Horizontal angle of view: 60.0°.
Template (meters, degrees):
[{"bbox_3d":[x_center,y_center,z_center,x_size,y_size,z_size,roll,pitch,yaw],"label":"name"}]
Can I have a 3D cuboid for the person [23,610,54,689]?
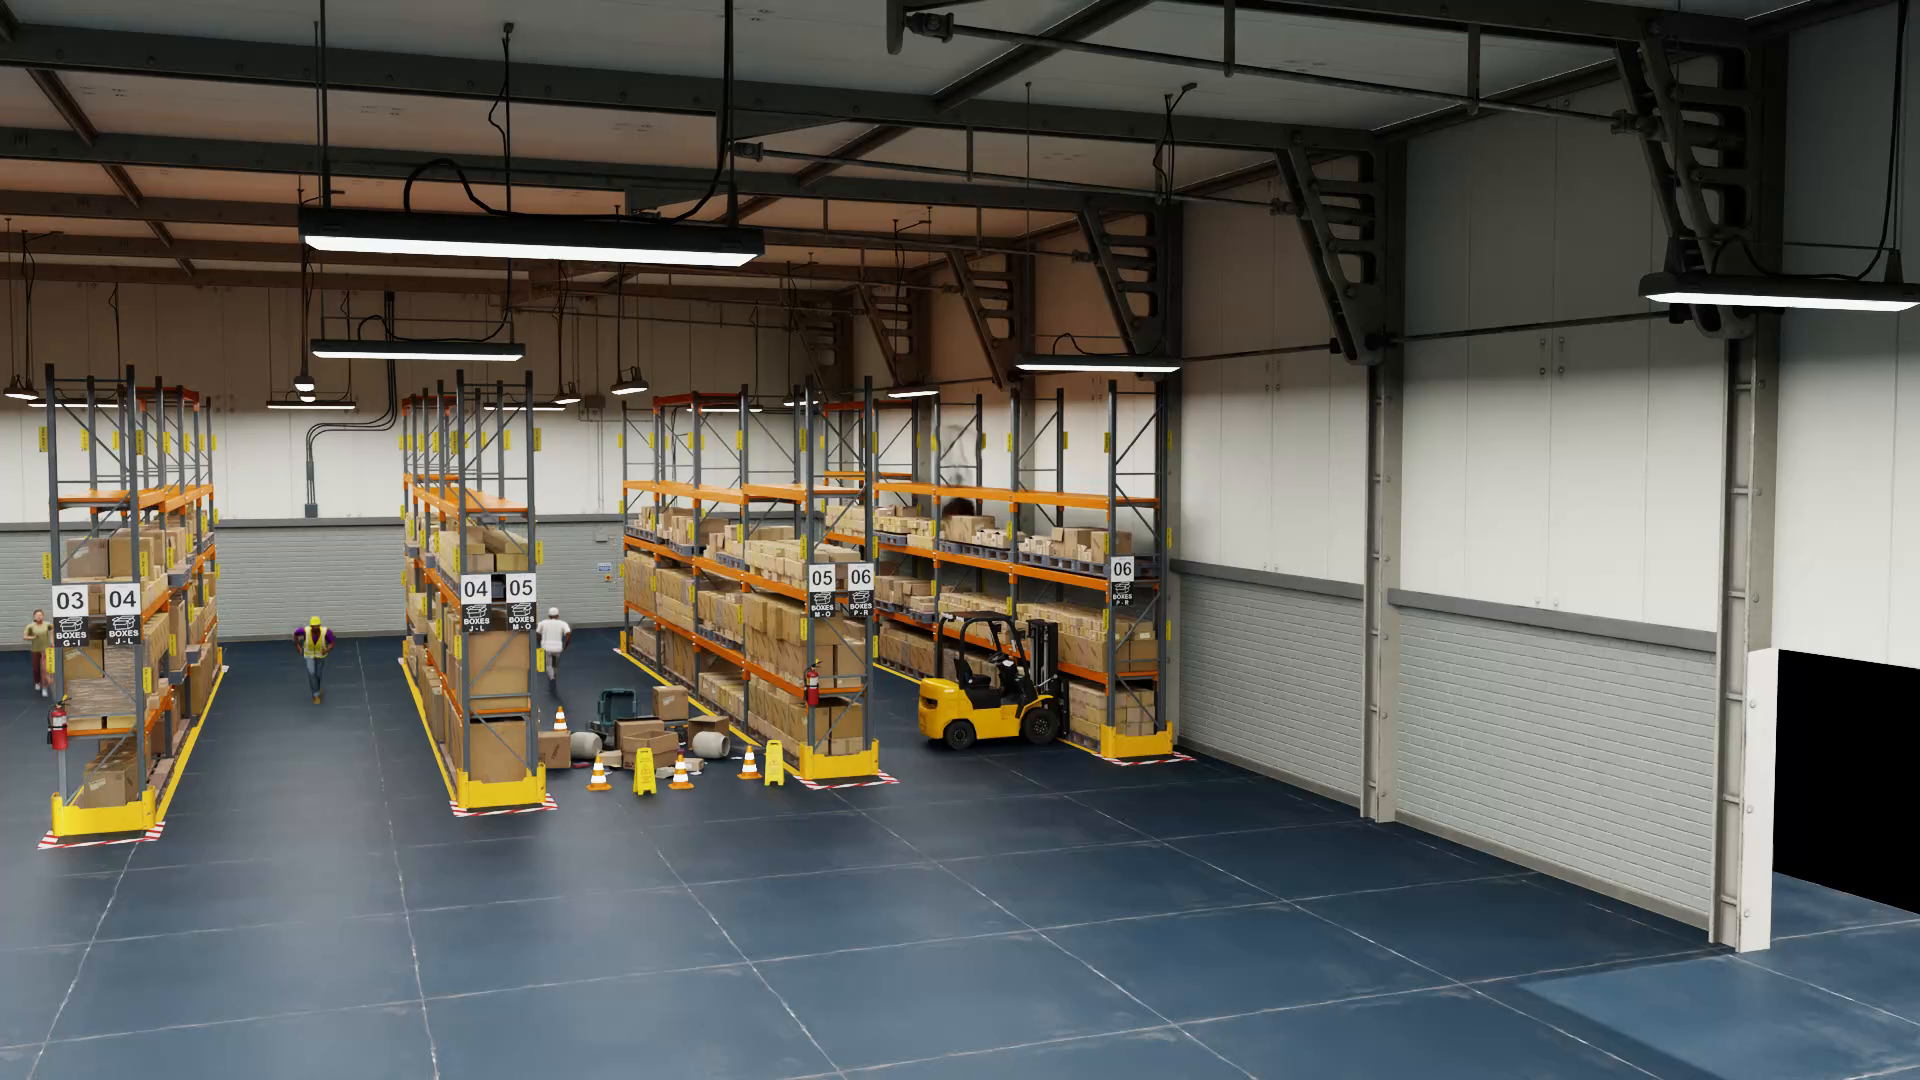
[{"bbox_3d":[-18.286,2.157,33.026,0.566,1.569,0.825,-2,4,-32],"label":"person"}]

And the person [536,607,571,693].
[{"bbox_3d":[-8.067,2.227,32.940,0.699,1.754,1.049,-1,3,-17],"label":"person"}]

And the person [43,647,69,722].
[{"bbox_3d":[-15.670,2.575,29.133,0.645,1.539,0.827,-1,4,-19],"label":"person"}]

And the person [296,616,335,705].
[{"bbox_3d":[-12.475,2.304,32.206,0.704,1.715,1.061,-1,4,-20],"label":"person"}]
